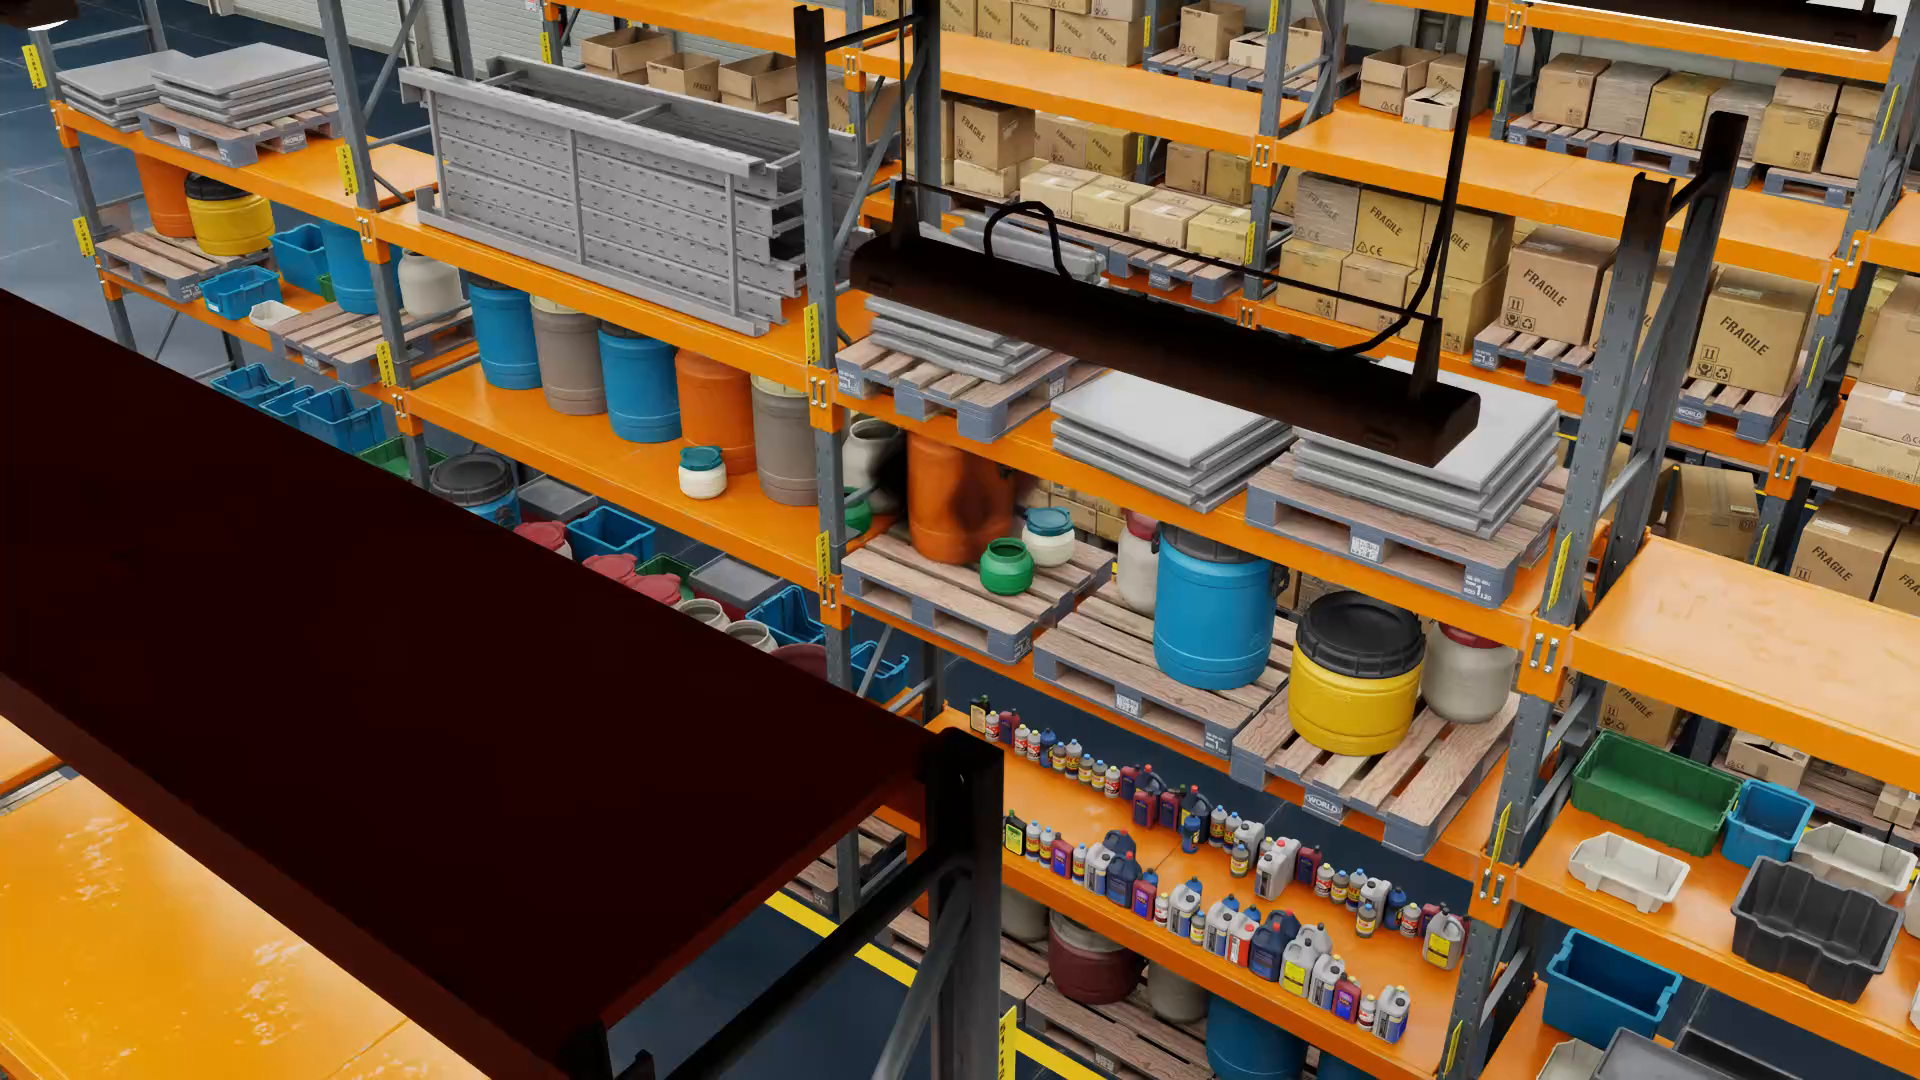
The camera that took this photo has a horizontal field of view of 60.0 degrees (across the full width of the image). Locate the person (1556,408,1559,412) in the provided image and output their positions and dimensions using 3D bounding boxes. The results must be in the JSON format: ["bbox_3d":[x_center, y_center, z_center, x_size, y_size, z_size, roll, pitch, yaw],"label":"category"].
[{"bbox_3d":[5.131,-0.826,14.969,0.825,1.632,0.456,21,37,30],"label":"person"}]

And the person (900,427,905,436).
[{"bbox_3d":[-0.438,-0.376,14.416,0.458,1.625,0.582,-8,32,-12],"label":"person"}]
